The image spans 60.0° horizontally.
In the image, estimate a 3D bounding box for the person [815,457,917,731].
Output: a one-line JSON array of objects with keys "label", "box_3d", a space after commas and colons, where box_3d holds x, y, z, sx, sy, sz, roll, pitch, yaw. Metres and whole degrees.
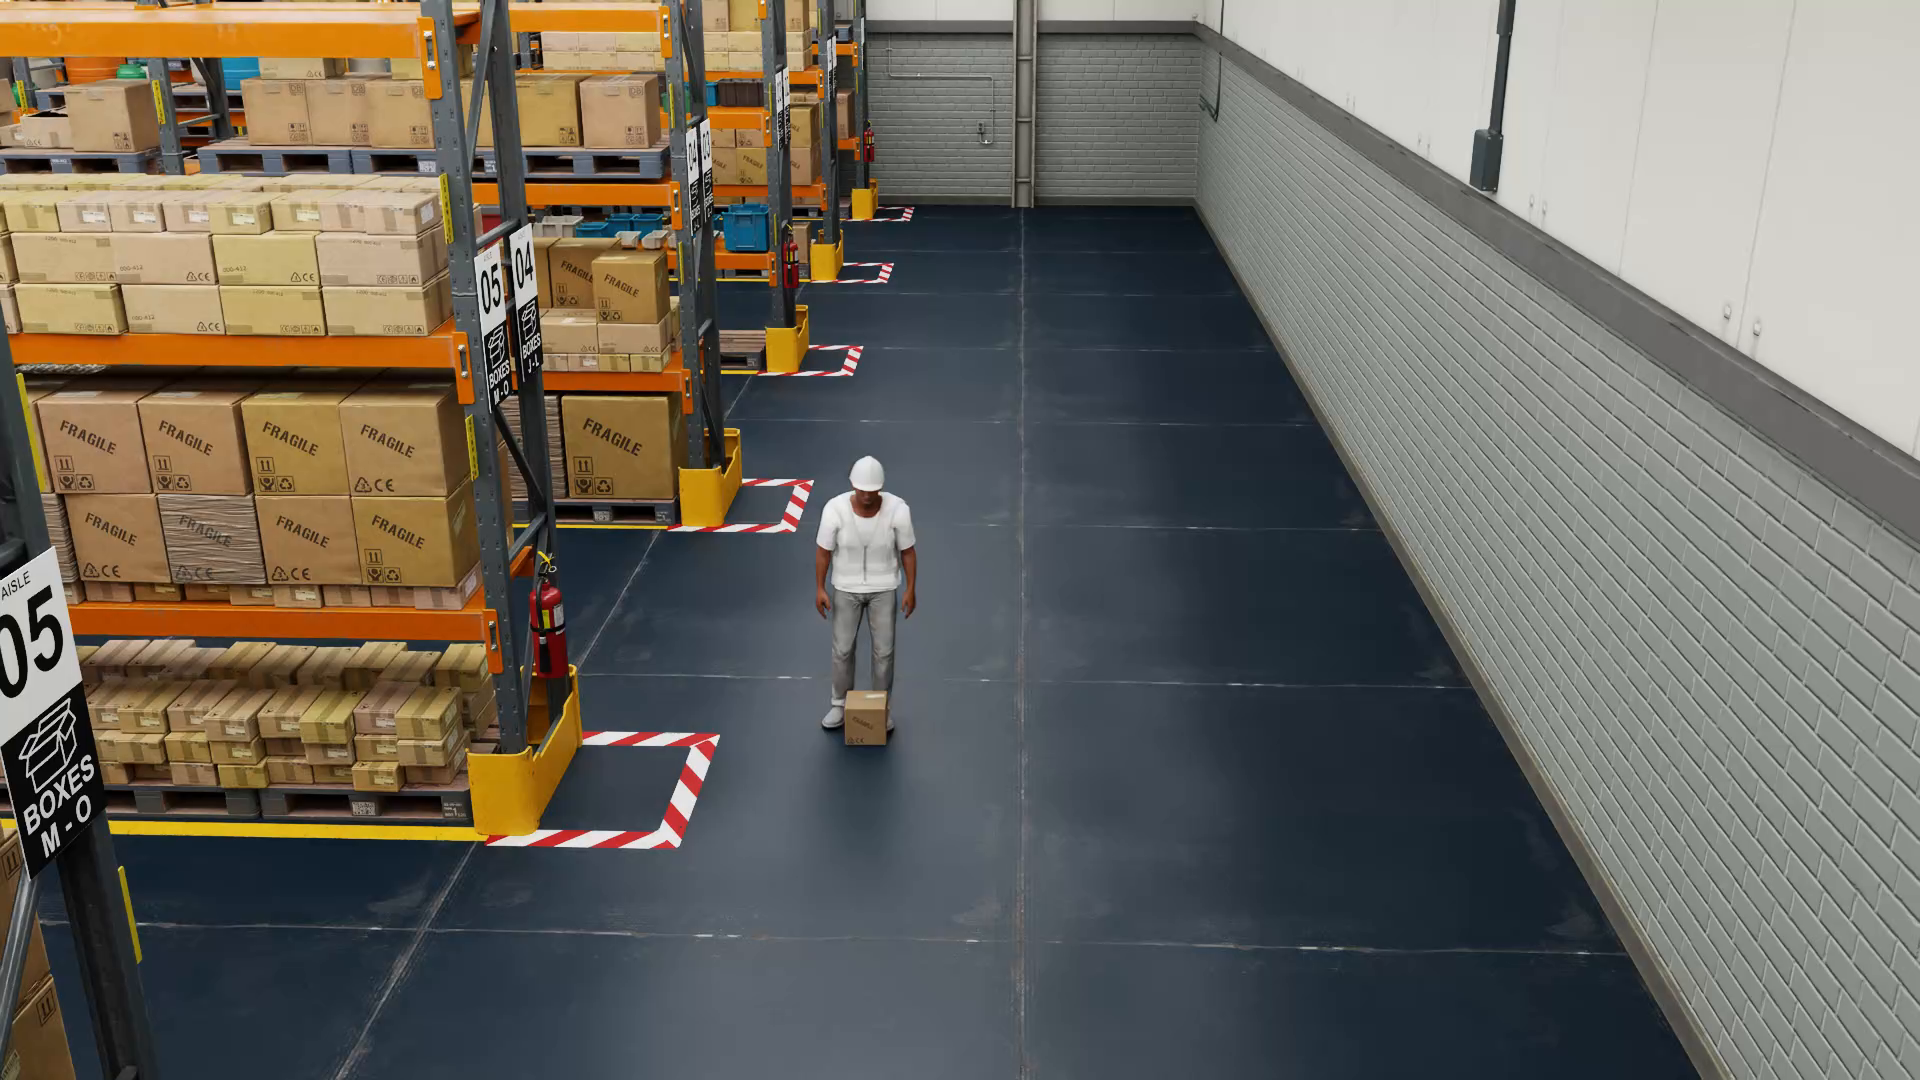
[{"label": "person", "box_3d": [-0.578, 0.312, 10.227, 0.627, 1.759, 0.462, 0, 21, -1]}]
